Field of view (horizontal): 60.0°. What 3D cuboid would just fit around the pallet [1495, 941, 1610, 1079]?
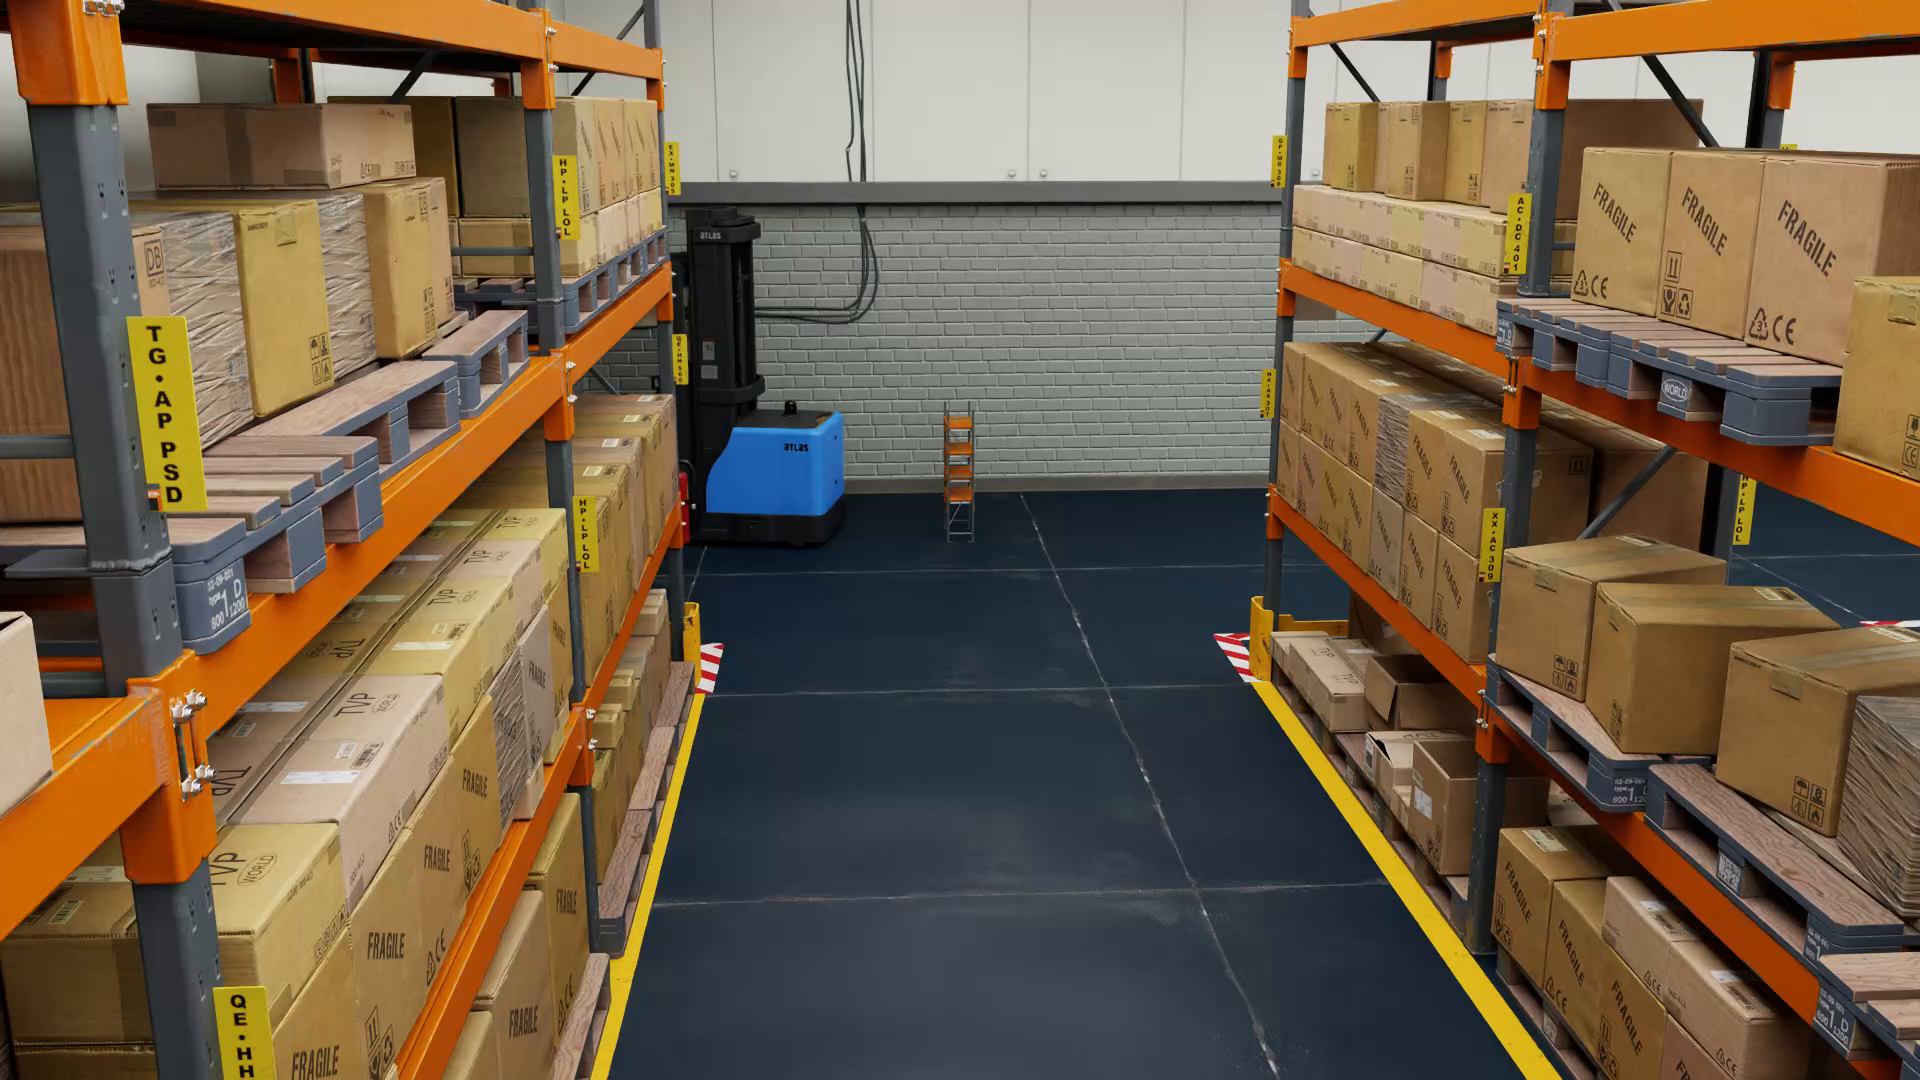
[{"bbox_3d":[2.928,1.985,6.889,1.003,0.211,1.213,-1,14,-3],"label":"pallet"}]

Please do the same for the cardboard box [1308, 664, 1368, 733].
[{"bbox_3d":[2.405,0.945,9.970,0.500,0.250,0.500,-1,14,-3],"label":"cardboard box"}]

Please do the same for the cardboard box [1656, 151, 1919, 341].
[{"bbox_3d":[2.862,-1.028,5.739,0.600,0.600,0.600,-1,14,-4],"label":"cardboard box"}]

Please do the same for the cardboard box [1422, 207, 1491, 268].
[{"bbox_3d":[2.511,-1.431,7.845,0.500,0.250,0.500,-1,14,-3],"label":"cardboard box"}]

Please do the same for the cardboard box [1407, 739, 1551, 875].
[{"bbox_3d":[2.522,1.293,8.116,0.500,0.500,0.500,-1,14,-3],"label":"cardboard box"}]

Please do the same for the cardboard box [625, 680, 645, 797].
[{"bbox_3d":[-2.105,1.077,8.995,0.700,0.500,0.500,-1,14,-2],"label":"cardboard box"}]

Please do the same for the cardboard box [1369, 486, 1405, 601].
[{"bbox_3d":[2.486,0.008,8.775,0.500,0.500,0.500,-1,14,-2],"label":"cardboard box"}]

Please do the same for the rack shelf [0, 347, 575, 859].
[{"bbox_3d":[-1.980,-0.097,4.807,1.077,0.370,4.000,-1,14,-3],"label":"rack shelf"}]

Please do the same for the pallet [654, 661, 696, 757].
[{"bbox_3d":[-2.224,1.063,10.470,1.003,0.211,1.213,-1,14,-3],"label":"pallet"}]

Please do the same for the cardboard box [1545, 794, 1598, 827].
[{"bbox_3d":[3.030,1.414,8.024,0.500,0.311,0.500,-1,14,-3],"label":"cardboard box"}]

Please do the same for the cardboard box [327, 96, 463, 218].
[{"bbox_3d":[-2.380,-1.655,7.173,0.500,0.500,0.500,-1,14,-4],"label":"cardboard box"}]

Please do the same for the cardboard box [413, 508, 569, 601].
[{"bbox_3d":[-1.819,0.057,6.443,0.500,0.250,0.500,-1,14,-2],"label":"cardboard box"}]

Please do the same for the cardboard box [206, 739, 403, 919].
[{"bbox_3d":[-1.661,0.689,3.987,0.500,0.250,0.500,-1,14,-4],"label":"cardboard box"}]

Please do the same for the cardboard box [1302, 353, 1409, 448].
[{"bbox_3d":[2.397,-0.851,10.105,0.500,0.500,0.500,-1,14,-3],"label":"cardboard box"}]

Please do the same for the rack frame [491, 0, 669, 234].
[{"bbox_3d":[-2.351,-3.390,10.144,1.000,3.000,0.127,-1,14,-3],"label":"rack frame"}]

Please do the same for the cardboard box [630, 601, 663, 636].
[{"bbox_3d":[-2.002,0.473,10.039,0.380,0.149,0.250,0,14,-2],"label":"cardboard box"}]

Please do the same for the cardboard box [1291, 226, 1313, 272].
[{"bbox_3d":[2.370,-1.811,10.325,0.500,0.250,0.500,-1,14,-3],"label":"cardboard box"}]

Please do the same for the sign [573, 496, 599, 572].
[{"bbox_3d":[-1.563,-0.023,6.932,0.100,0.325,0.005,-1,14,-3],"label":"sign"}]

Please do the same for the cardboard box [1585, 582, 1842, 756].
[{"bbox_3d":[2.752,0.472,6.128,0.700,0.500,0.500,1,14,5],"label":"cardboard box"}]

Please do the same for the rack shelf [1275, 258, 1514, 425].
[{"bbox_3d":[2.716,-1.169,8.975,1.077,0.370,4.000,-1,14,-3],"label":"rack shelf"}]

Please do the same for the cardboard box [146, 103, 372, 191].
[{"bbox_3d":[-2.131,-1.209,5.099,0.500,0.250,0.500,-1,14,-5],"label":"cardboard box"}]

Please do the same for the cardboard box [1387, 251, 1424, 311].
[{"bbox_3d":[2.485,-1.313,8.391,0.500,0.250,0.500,-1,14,-3],"label":"cardboard box"}]

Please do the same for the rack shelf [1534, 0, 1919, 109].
[{"bbox_3d":[2.964,-1.433,4.784,1.077,0.370,4.000,-1,14,-3],"label":"rack shelf"}]

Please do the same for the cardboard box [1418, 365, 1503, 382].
[{"bbox_3d":[2.963,-0.734,9.652,0.500,0.500,0.500,0,14,-2],"label":"cardboard box"}]

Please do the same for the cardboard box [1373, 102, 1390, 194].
[{"bbox_3d":[2.725,-2.172,9.220,0.700,0.500,0.500,-1,14,-3],"label":"cardboard box"}]

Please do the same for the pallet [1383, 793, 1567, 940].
[{"bbox_3d":[2.799,1.612,8.337,1.003,0.211,1.213,-1,14,-3],"label":"pallet"}]

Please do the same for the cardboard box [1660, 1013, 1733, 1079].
[{"bbox_3d":[2.725,1.937,5.613,0.500,0.500,0.500,-1,14,-6],"label":"cardboard box"}]

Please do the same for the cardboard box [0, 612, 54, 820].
[{"bbox_3d":[-1.542,0.260,2.113,0.500,0.311,0.500,-1,14,-3],"label":"cardboard box"}]

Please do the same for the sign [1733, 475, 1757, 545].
[{"bbox_3d":[3.394,-0.138,7.218,0.100,0.325,0.005,-1,14,-3],"label":"sign"}]

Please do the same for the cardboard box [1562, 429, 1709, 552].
[{"bbox_3d":[3.092,-0.222,7.661,0.500,0.500,0.500,-1,14,-2],"label":"cardboard box"}]

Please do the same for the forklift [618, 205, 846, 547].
[{"bbox_3d":[-2.625,-1.504,14.990,3.031,2.935,1.130,2,15,8],"label":"forklift"}]

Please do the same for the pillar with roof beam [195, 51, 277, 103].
[{"bbox_3d":[1.286,-2.623,7.160,9.100,9.000,0.400,-1,14,-3],"label":"pillar with roof beam"}]

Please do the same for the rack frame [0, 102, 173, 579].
[{"bbox_3d":[-1.856,-1.401,2.411,1.000,3.000,0.127,-1,14,-3],"label":"rack frame"}]

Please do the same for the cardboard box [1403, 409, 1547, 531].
[{"bbox_3d":[2.516,-0.349,8.157,0.500,0.500,0.500,-1,14,-5],"label":"cardboard box"}]

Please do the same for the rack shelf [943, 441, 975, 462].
[{"bbox_3d":[-0.010,-0.774,14.998,0.258,0.148,0.480,-1,14,-3],"label":"rack shelf"}]

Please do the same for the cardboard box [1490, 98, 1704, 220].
[{"bbox_3d":[2.772,-1.673,7.282,0.700,0.500,0.500,-1,14,-3],"label":"cardboard box"}]

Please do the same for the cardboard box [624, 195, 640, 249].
[{"bbox_3d":[-1.971,-1.680,8.773,0.500,0.250,0.500,-1,14,-5],"label":"cardboard box"}]

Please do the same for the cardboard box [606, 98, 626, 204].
[{"bbox_3d":[-1.942,-1.917,8.191,0.500,0.500,0.500,-1,14,-3],"label":"cardboard box"}]

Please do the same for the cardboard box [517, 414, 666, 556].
[{"bbox_3d":[-2.254,-0.323,9.659,0.980,0.700,0.700,-1,14,-4],"label":"cardboard box"}]

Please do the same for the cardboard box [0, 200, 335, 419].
[{"bbox_3d":[-2.050,-0.598,4.227,0.700,0.500,0.500,0,14,-1],"label":"cardboard box"}]

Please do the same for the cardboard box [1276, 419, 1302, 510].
[{"bbox_3d":[2.357,-0.496,10.735,0.500,0.500,0.500,-1,14,-2],"label":"cardboard box"}]

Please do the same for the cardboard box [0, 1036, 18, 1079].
[{"bbox_3d":[-2.148,1.189,3.547,0.500,0.500,0.500,-1,14,-3],"label":"cardboard box"}]

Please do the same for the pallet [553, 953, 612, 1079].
[{"bbox_3d":[-1.981,2.051,6.631,1.003,0.211,1.213,-1,14,-3],"label":"pallet"}]

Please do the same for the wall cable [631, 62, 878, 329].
[{"bbox_3d":[-2.345,-3.299,16.019,3.097,2.526,0.112,-1,14,-3],"label":"wall cable"}]

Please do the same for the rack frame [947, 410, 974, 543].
[{"bbox_3d":[0.005,-0.562,14.801,0.240,1.200,0.015,-1,14,-3],"label":"rack frame"}]

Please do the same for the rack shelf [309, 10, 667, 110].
[{"bbox_3d":[-2.228,-2.351,8.350,1.077,0.370,4.000,-1,14,-3],"label":"rack shelf"}]

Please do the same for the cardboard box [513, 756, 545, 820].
[{"bbox_3d":[-1.715,0.894,5.996,0.380,0.149,0.250,-1,14,-3],"label":"cardboard box"}]

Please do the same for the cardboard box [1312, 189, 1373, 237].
[{"bbox_3d":[2.388,-1.928,9.779,0.500,0.250,0.500,-1,14,-3],"label":"cardboard box"}]

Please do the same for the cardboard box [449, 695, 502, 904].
[{"bbox_3d":[-1.723,0.795,5.080,0.500,0.500,0.500,0,14,-2],"label":"cardboard box"}]

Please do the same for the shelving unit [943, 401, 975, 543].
[{"bbox_3d":[-0.010,-0.622,15.037,0.258,1.200,0.503,-1,14,-3],"label":"shelving unit"}]

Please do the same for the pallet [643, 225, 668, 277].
[{"bbox_3d":[-2.295,-1.710,9.812,1.003,0.211,1.213,-1,14,-3],"label":"pallet"}]

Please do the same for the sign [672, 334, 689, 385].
[{"bbox_3d":[-1.809,-1.165,10.736,0.100,0.325,0.005,-1,14,-3],"label":"sign"}]

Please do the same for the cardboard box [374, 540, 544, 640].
[{"bbox_3d":[-1.797,0.184,5.948,0.500,0.250,0.500,-1,14,-2],"label":"cardboard box"}]
